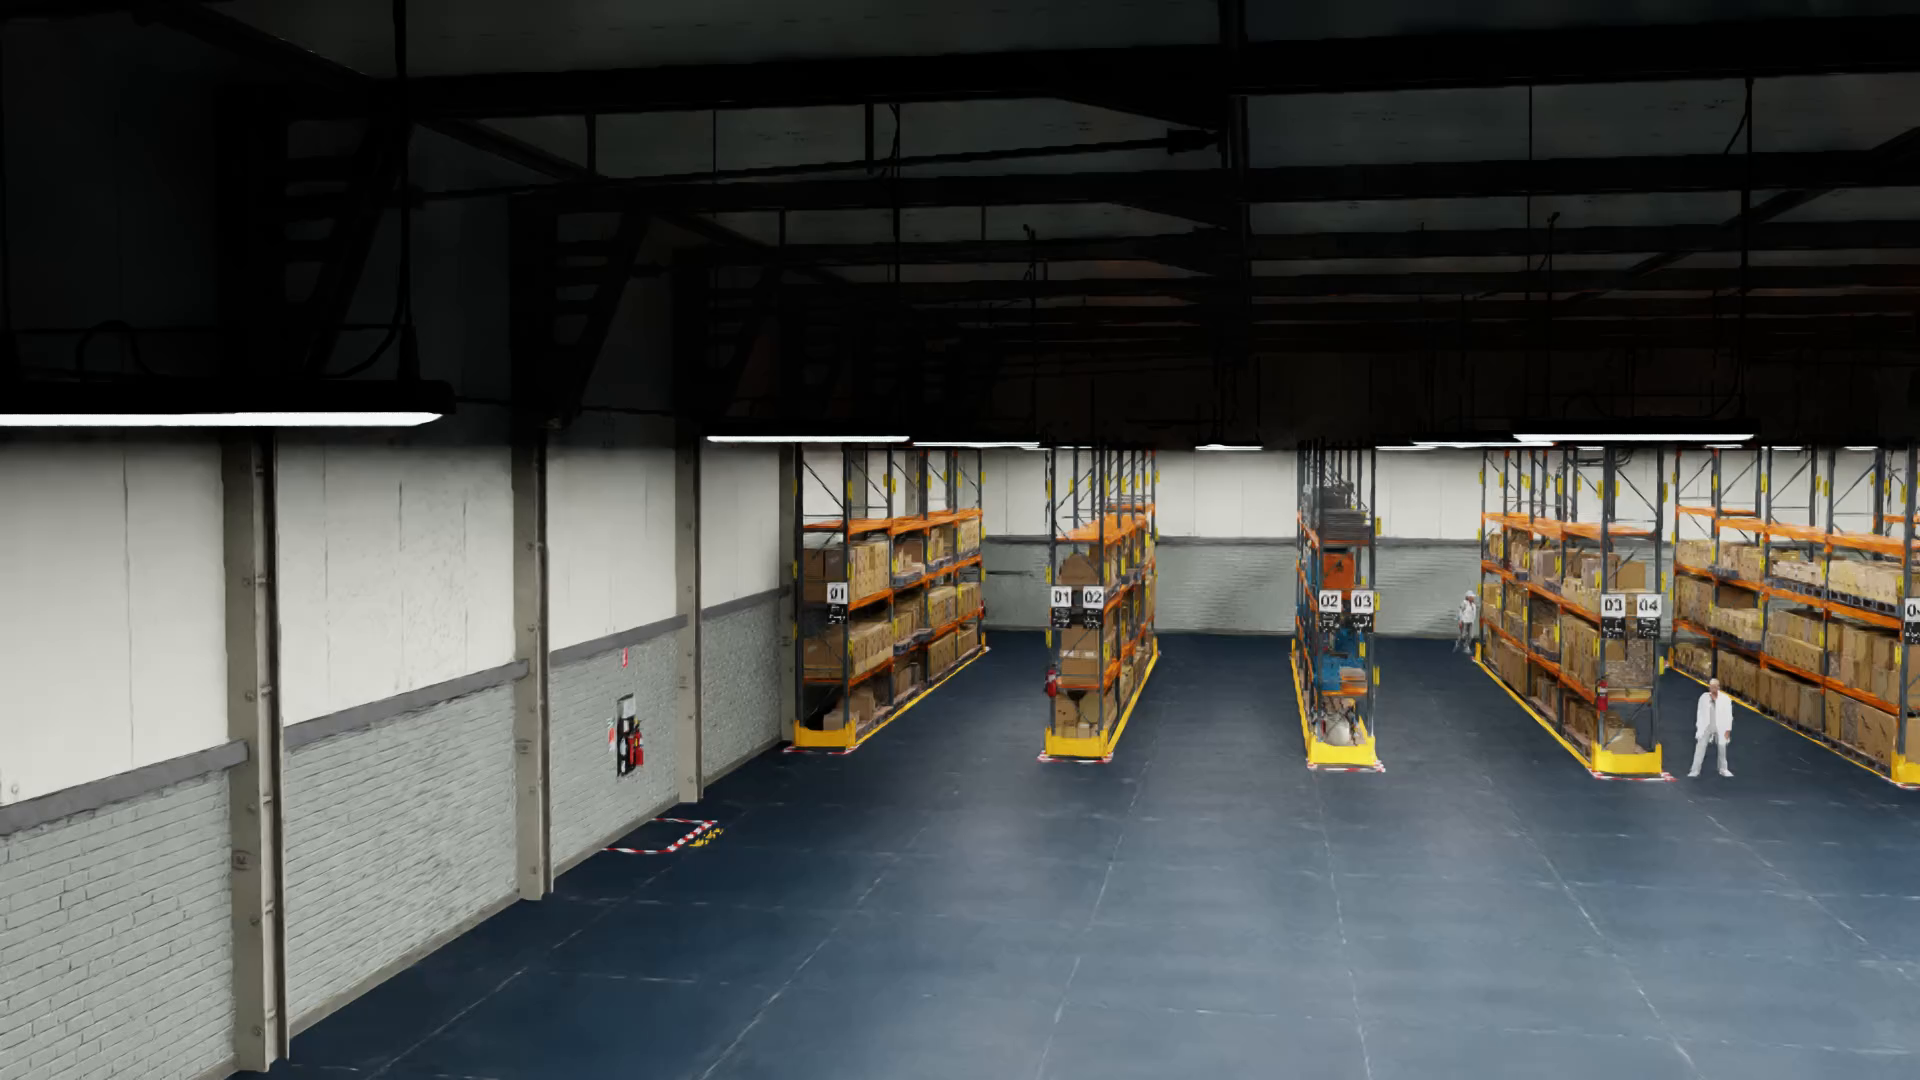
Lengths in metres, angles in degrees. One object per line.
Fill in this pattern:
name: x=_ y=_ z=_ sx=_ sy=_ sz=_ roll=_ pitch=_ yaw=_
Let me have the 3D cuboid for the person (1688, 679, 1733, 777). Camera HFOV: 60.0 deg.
person: x=13.165 y=3.289 z=29.092 sx=0.633 sy=1.730 sz=0.961 roll=2 pitch=4 yaw=32

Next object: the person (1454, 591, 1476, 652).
person: x=14.488 y=2.326 z=47.665 sx=0.575 sy=1.762 sz=0.570 roll=-1 pitch=3 yaw=-26
